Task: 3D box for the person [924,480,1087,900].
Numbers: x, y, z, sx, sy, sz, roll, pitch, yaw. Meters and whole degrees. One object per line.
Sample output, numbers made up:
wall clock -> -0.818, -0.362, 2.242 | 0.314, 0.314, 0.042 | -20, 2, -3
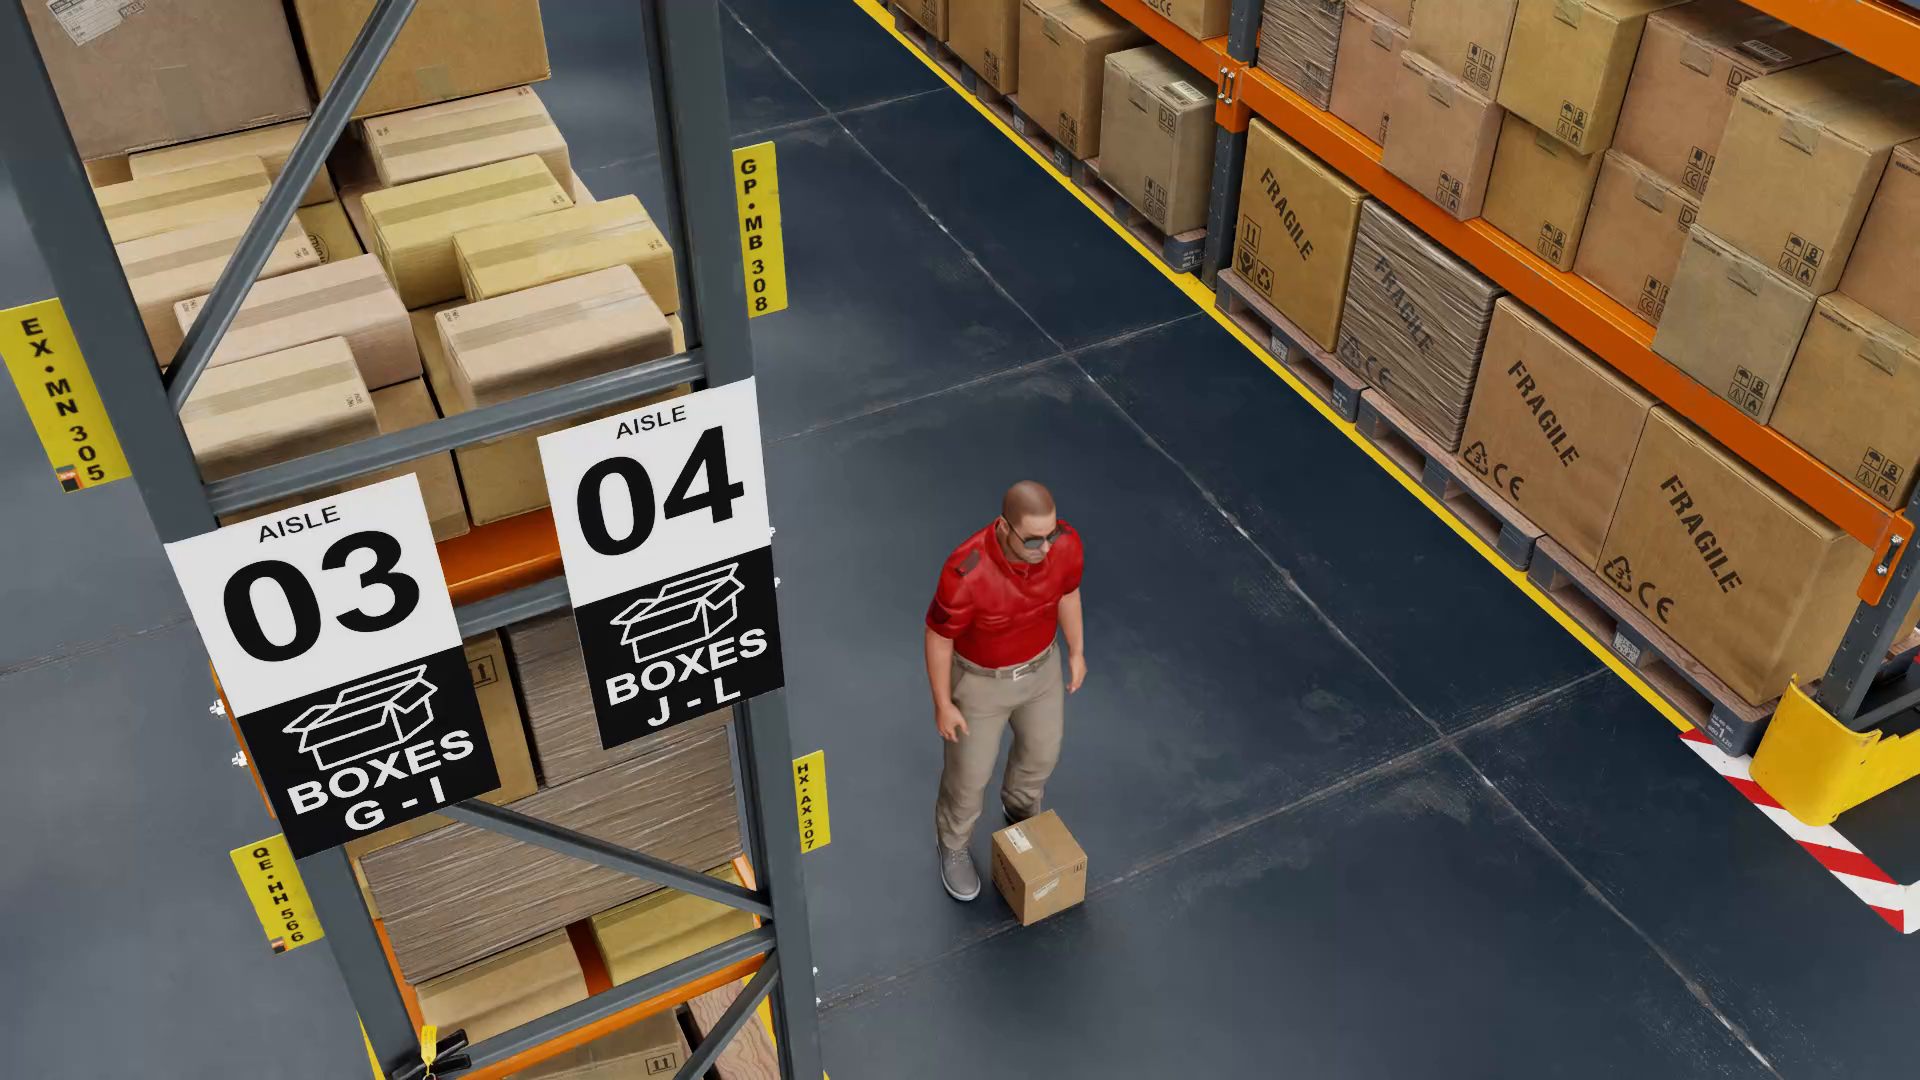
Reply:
person -> 0.161, 0.465, 5.633 | 0.595, 1.727, 0.384 | -20, 45, -21
